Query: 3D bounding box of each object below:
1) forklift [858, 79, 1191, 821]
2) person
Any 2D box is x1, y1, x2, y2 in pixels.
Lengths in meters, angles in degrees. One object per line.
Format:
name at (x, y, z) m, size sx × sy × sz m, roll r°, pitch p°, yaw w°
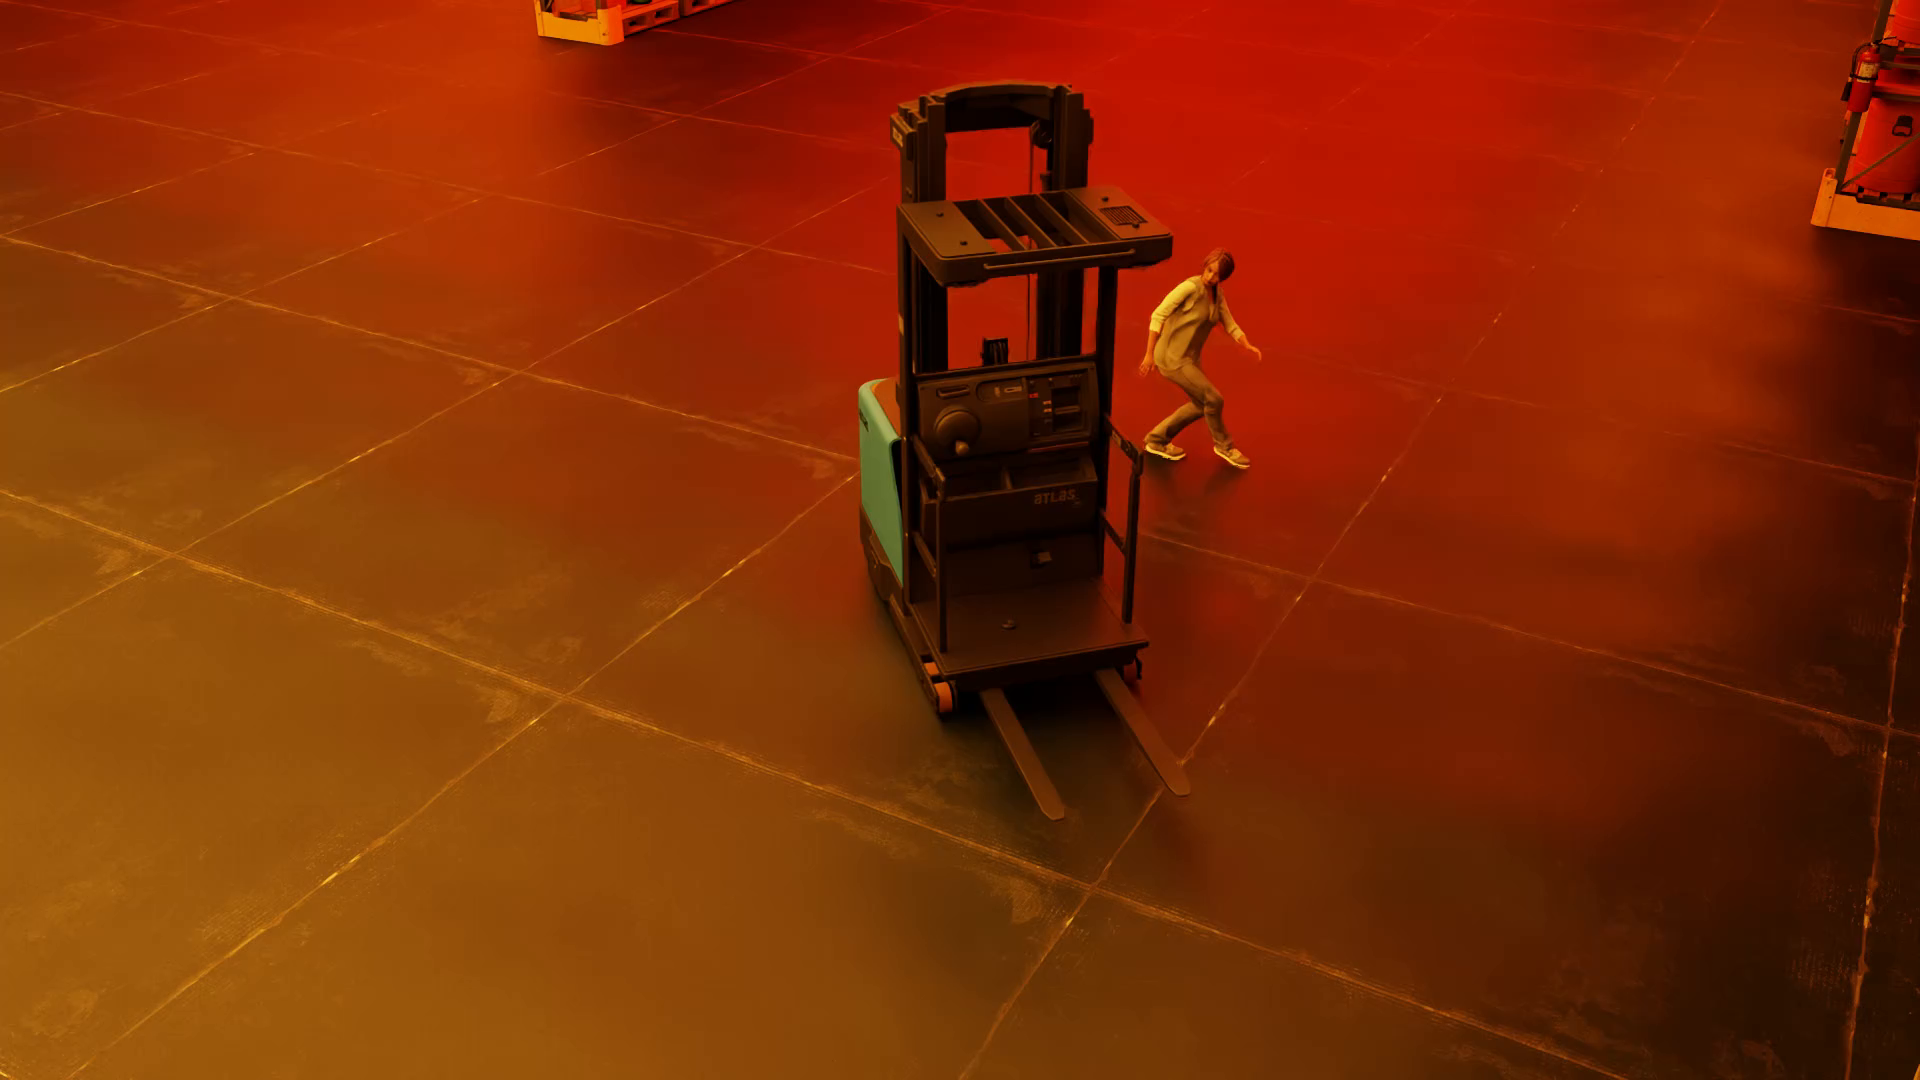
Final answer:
forklift at (0.309, -0.601, 8.112) m, size 1.130 × 2.935 × 3.031 m, roll -8°, pitch 31°, yaw -14°
person at (1.523, -1.102, 10.471) m, size 0.730 × 1.448 × 0.645 m, roll 15°, pitch 33°, yaw 24°
